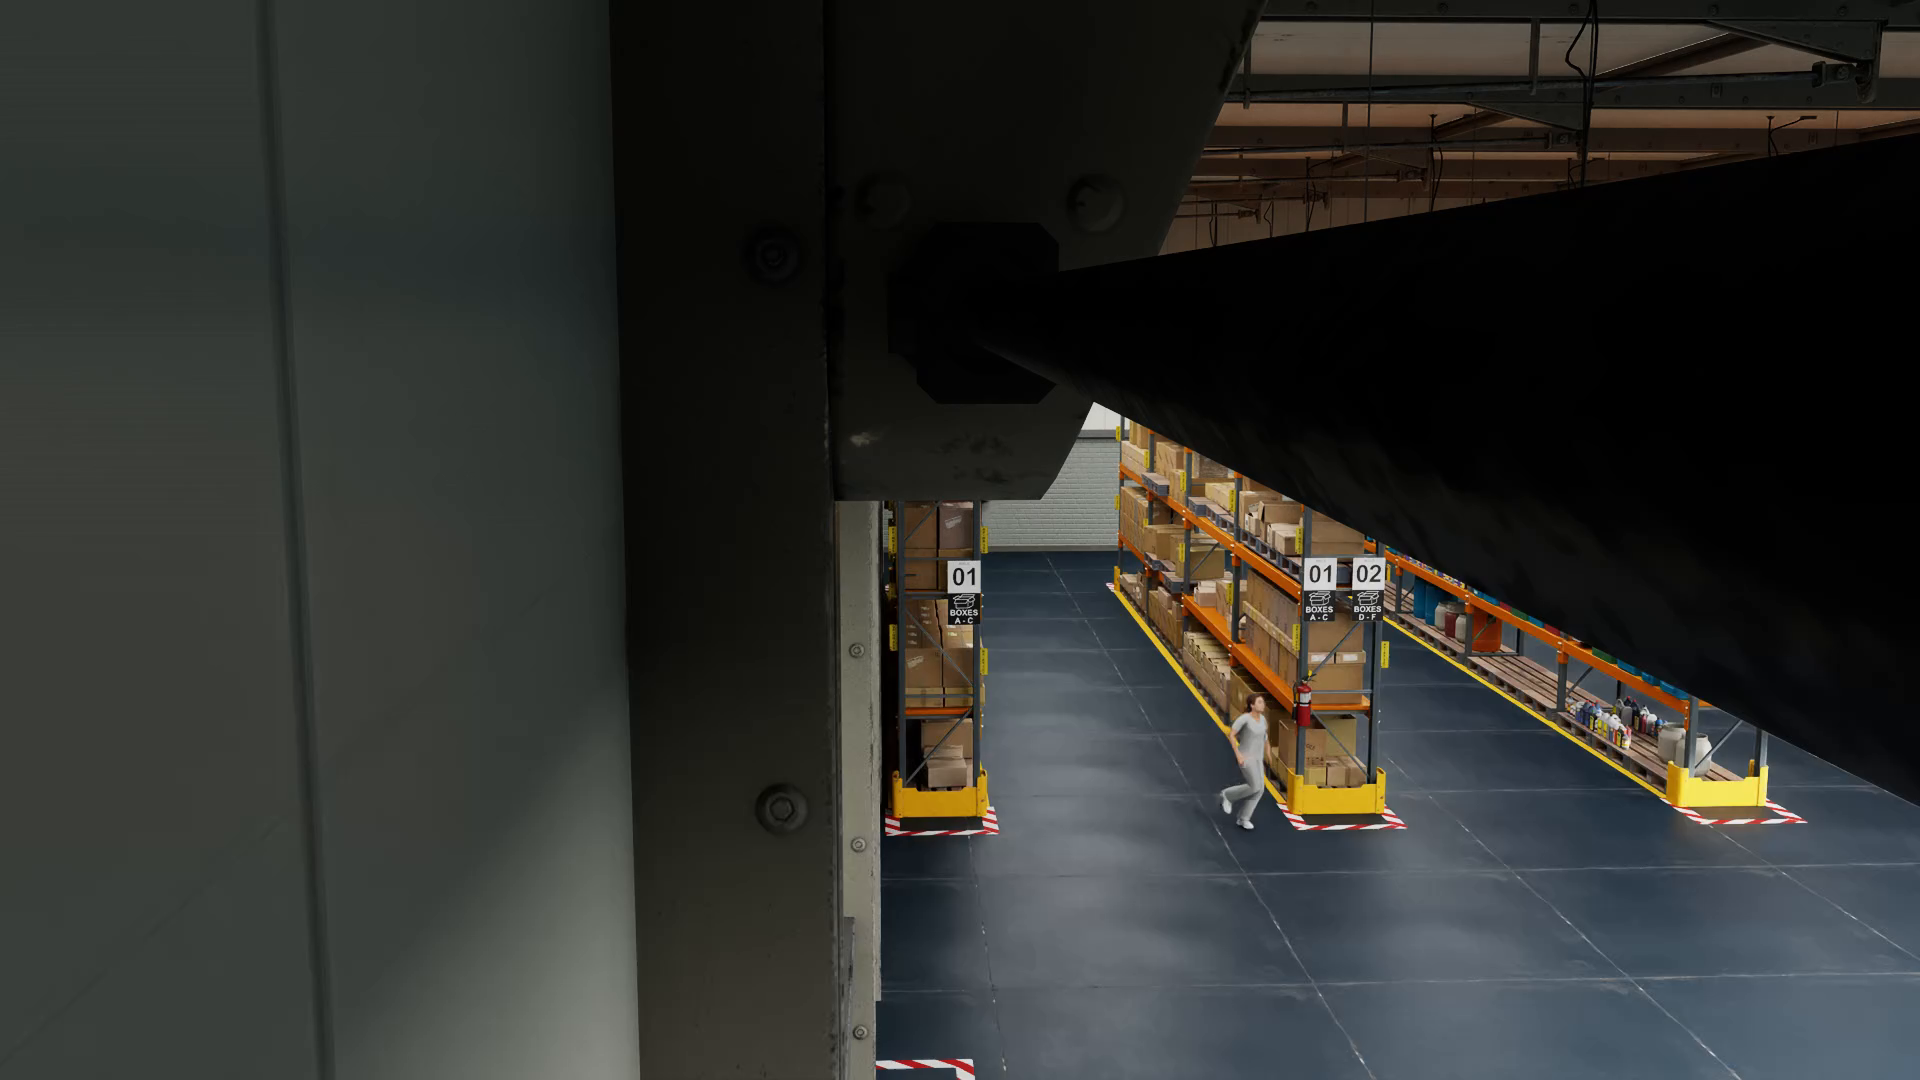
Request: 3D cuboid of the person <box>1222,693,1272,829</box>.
[{"bbox_3d":[3.544,2.652,20.196,0.593,1.583,0.545,-6,10,-37],"label":"person"}]
